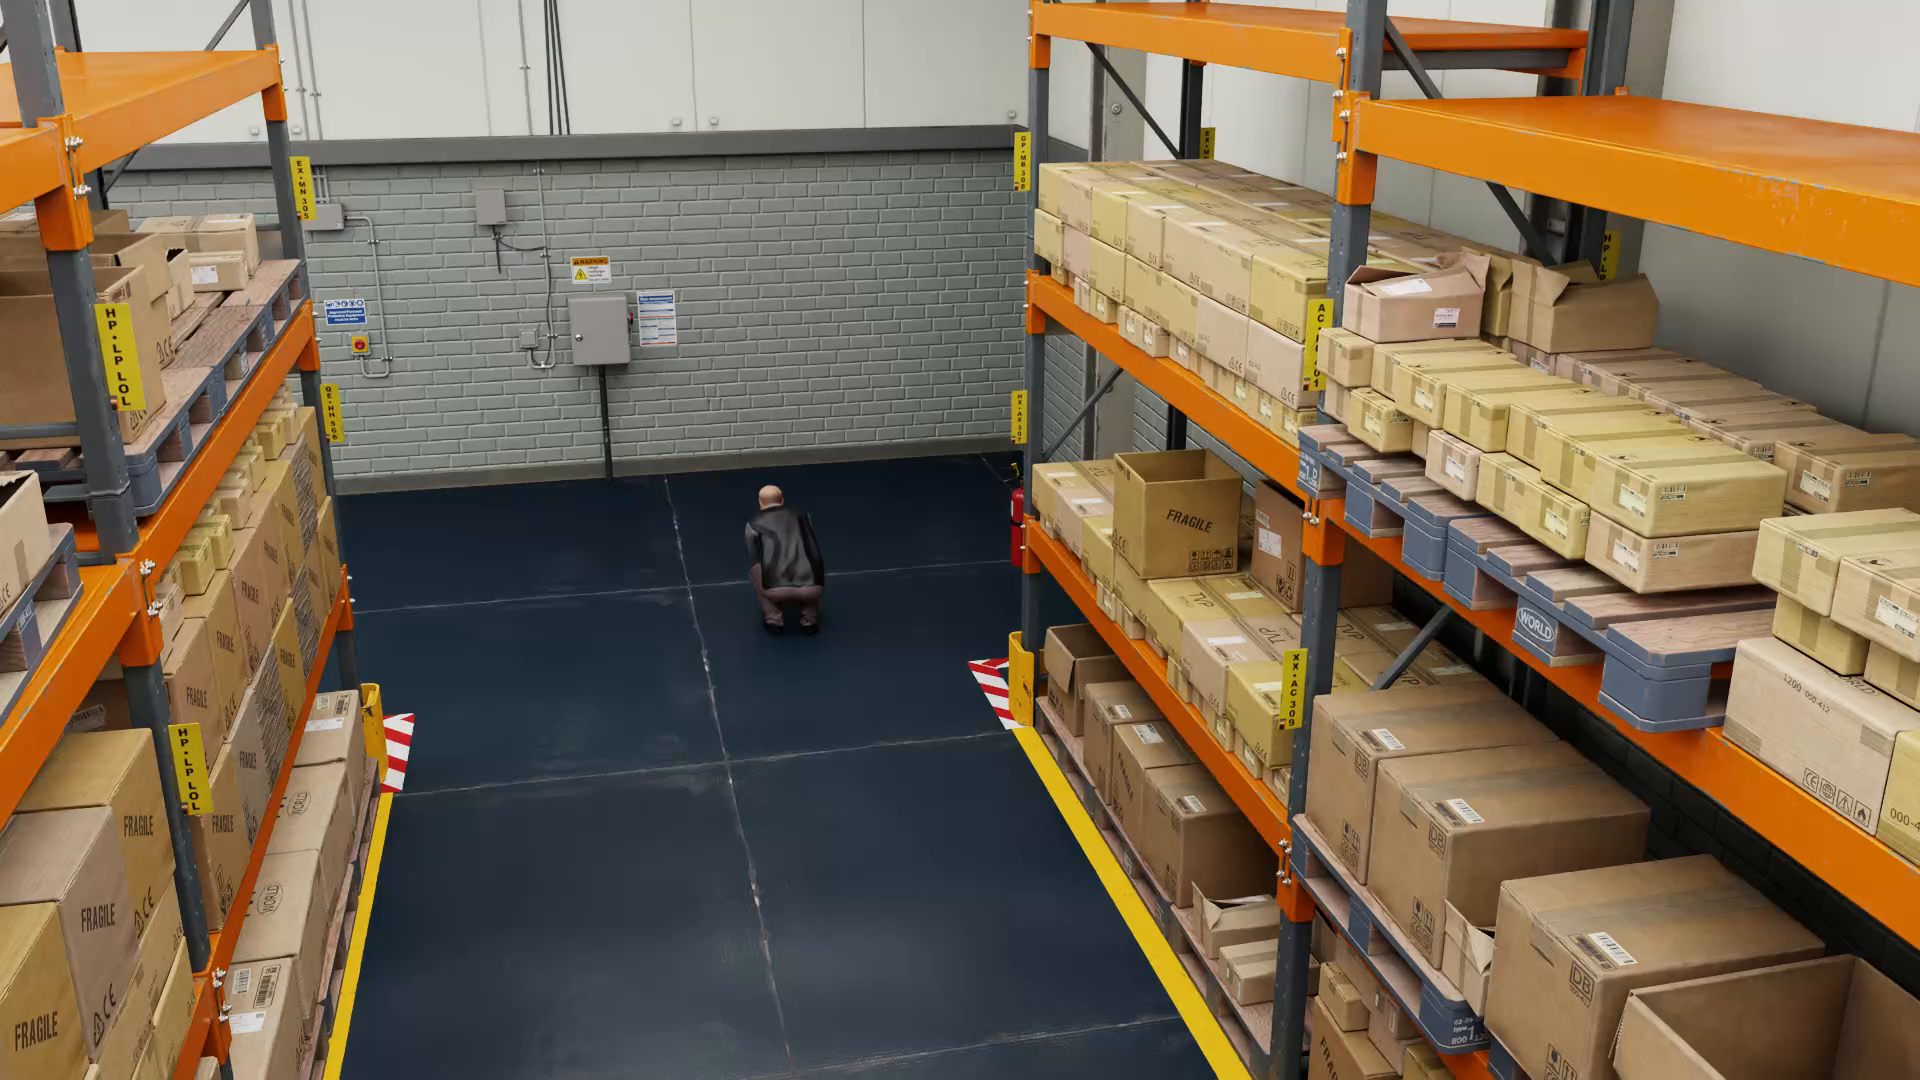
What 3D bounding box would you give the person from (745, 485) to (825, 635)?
[{"bbox_3d":[-1.254,0.141,11.859,0.524,0.969,0.876,-5,20,-13],"label":"person"}]
